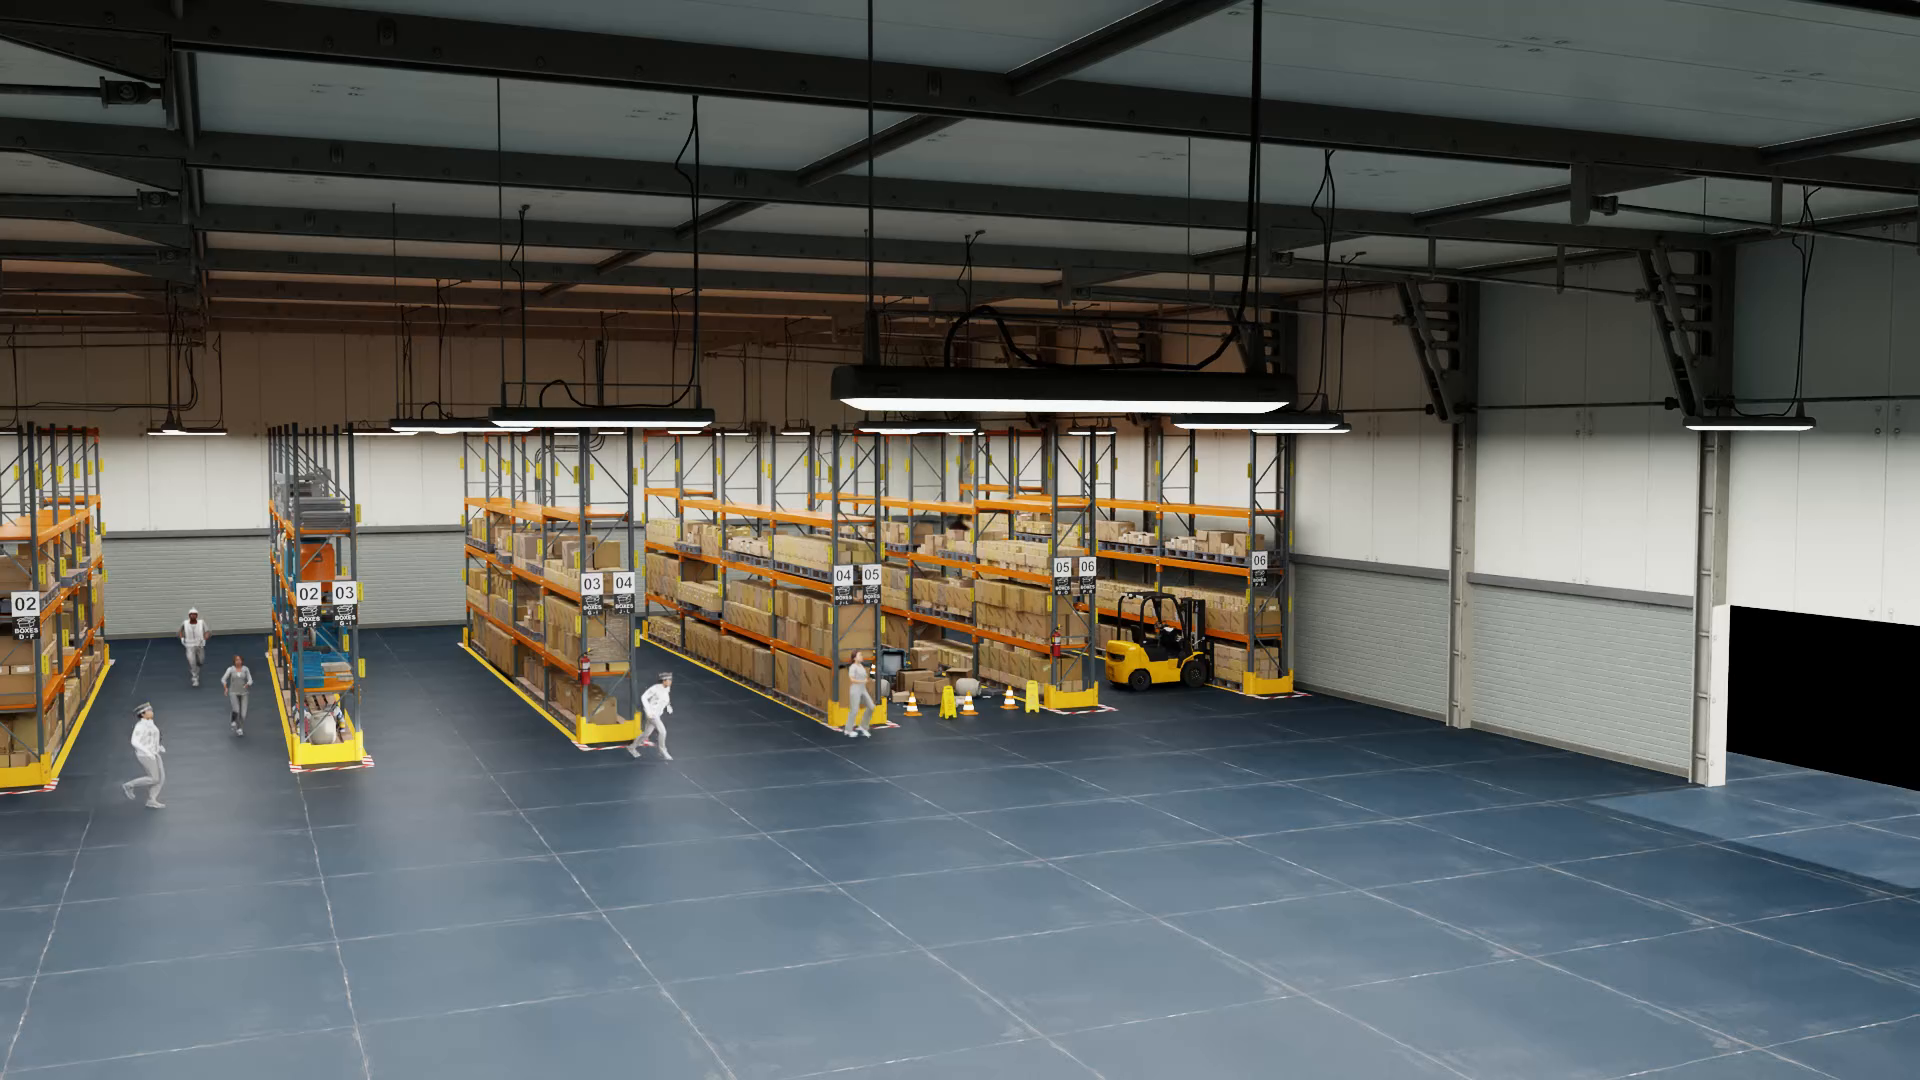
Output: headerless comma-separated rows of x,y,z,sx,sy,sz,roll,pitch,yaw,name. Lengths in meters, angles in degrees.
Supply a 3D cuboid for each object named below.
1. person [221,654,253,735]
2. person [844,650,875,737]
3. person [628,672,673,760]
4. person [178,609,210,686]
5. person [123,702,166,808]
-13.881,2.985,31.994,0.532,1.560,0.540,-2,4,-32,person
-1.924,2.948,31.861,0.668,1.693,0.594,2,4,31,person
-5.517,3.145,29.742,0.866,1.596,0.614,1,4,22,person
-17.887,2.491,38.879,0.657,1.770,1.082,-2,4,-31,person
-12.631,3.330,25.752,0.587,1.662,0.623,0,3,-5,person
